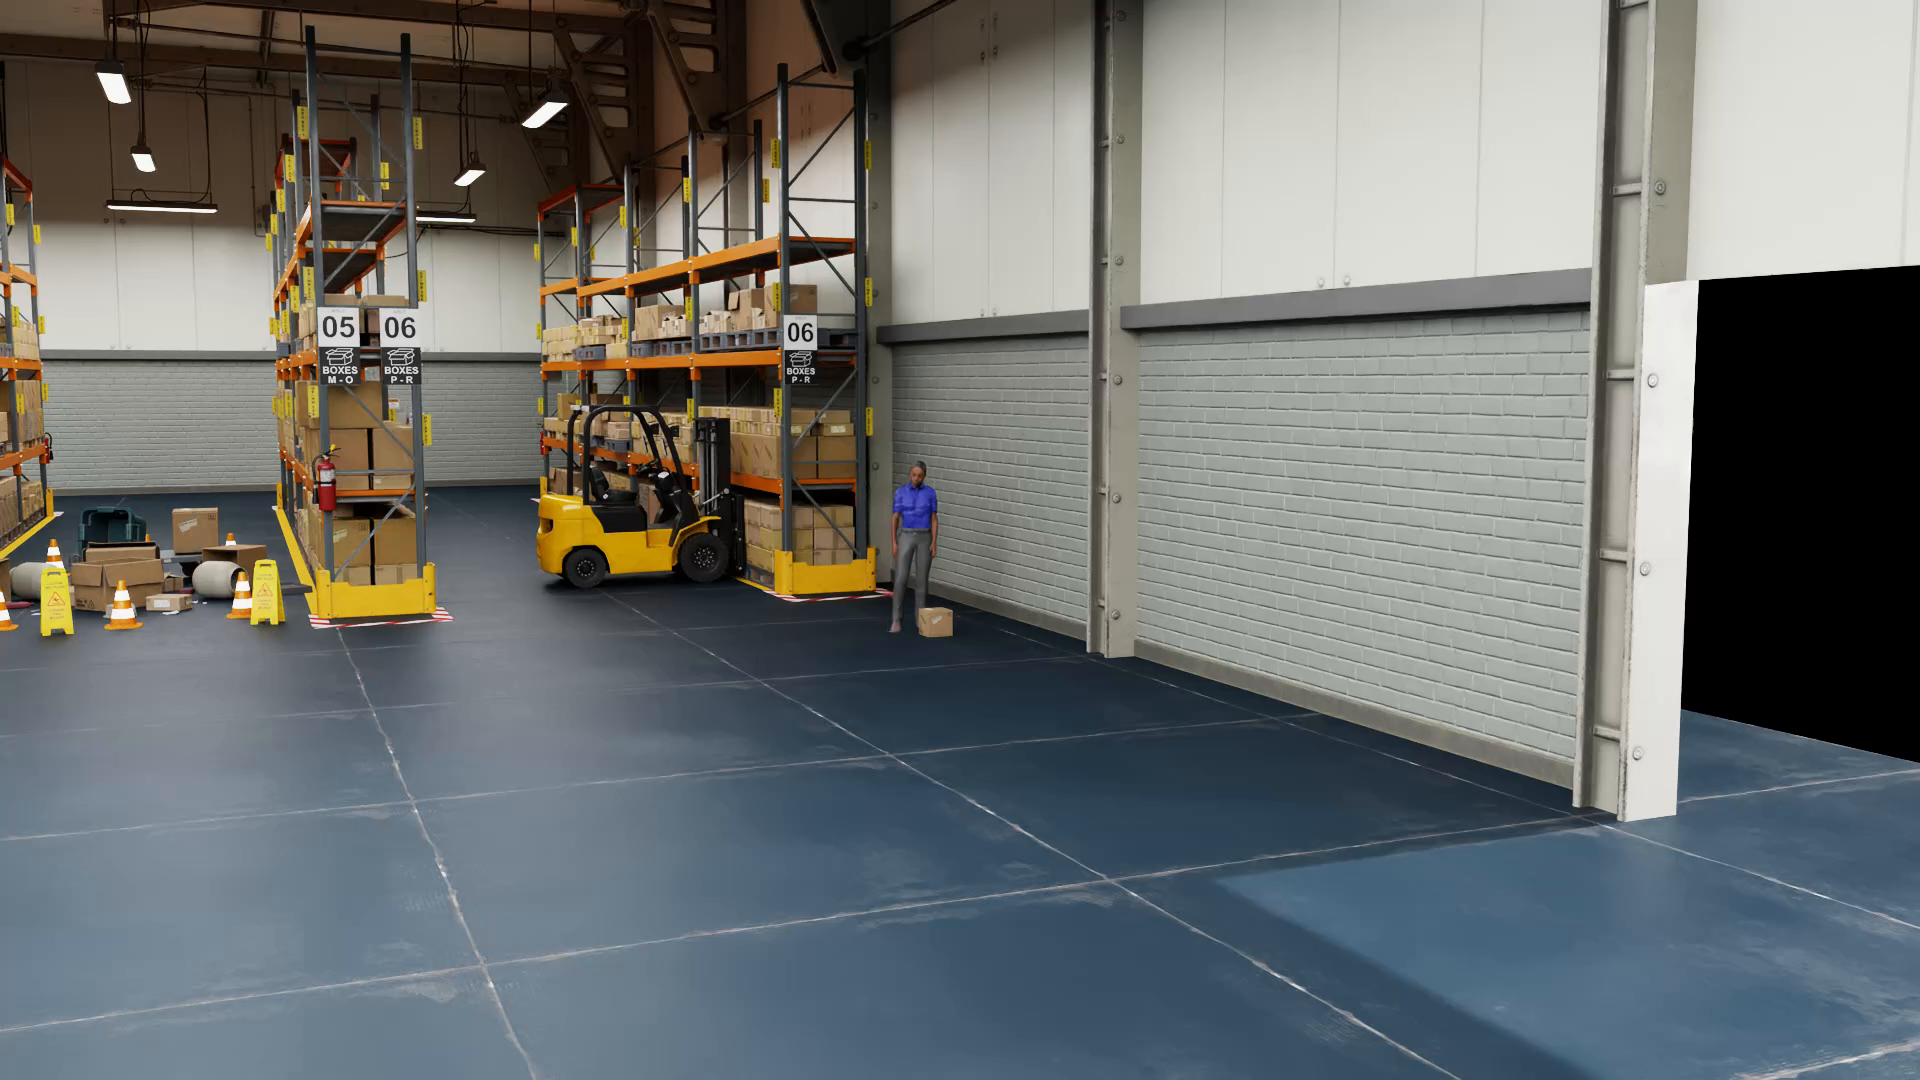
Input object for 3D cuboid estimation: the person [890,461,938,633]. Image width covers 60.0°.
[{"bbox_3d":[-0.466,0.072,16.423,0.510,1.712,0.445,-1,6,-11],"label":"person"}]
